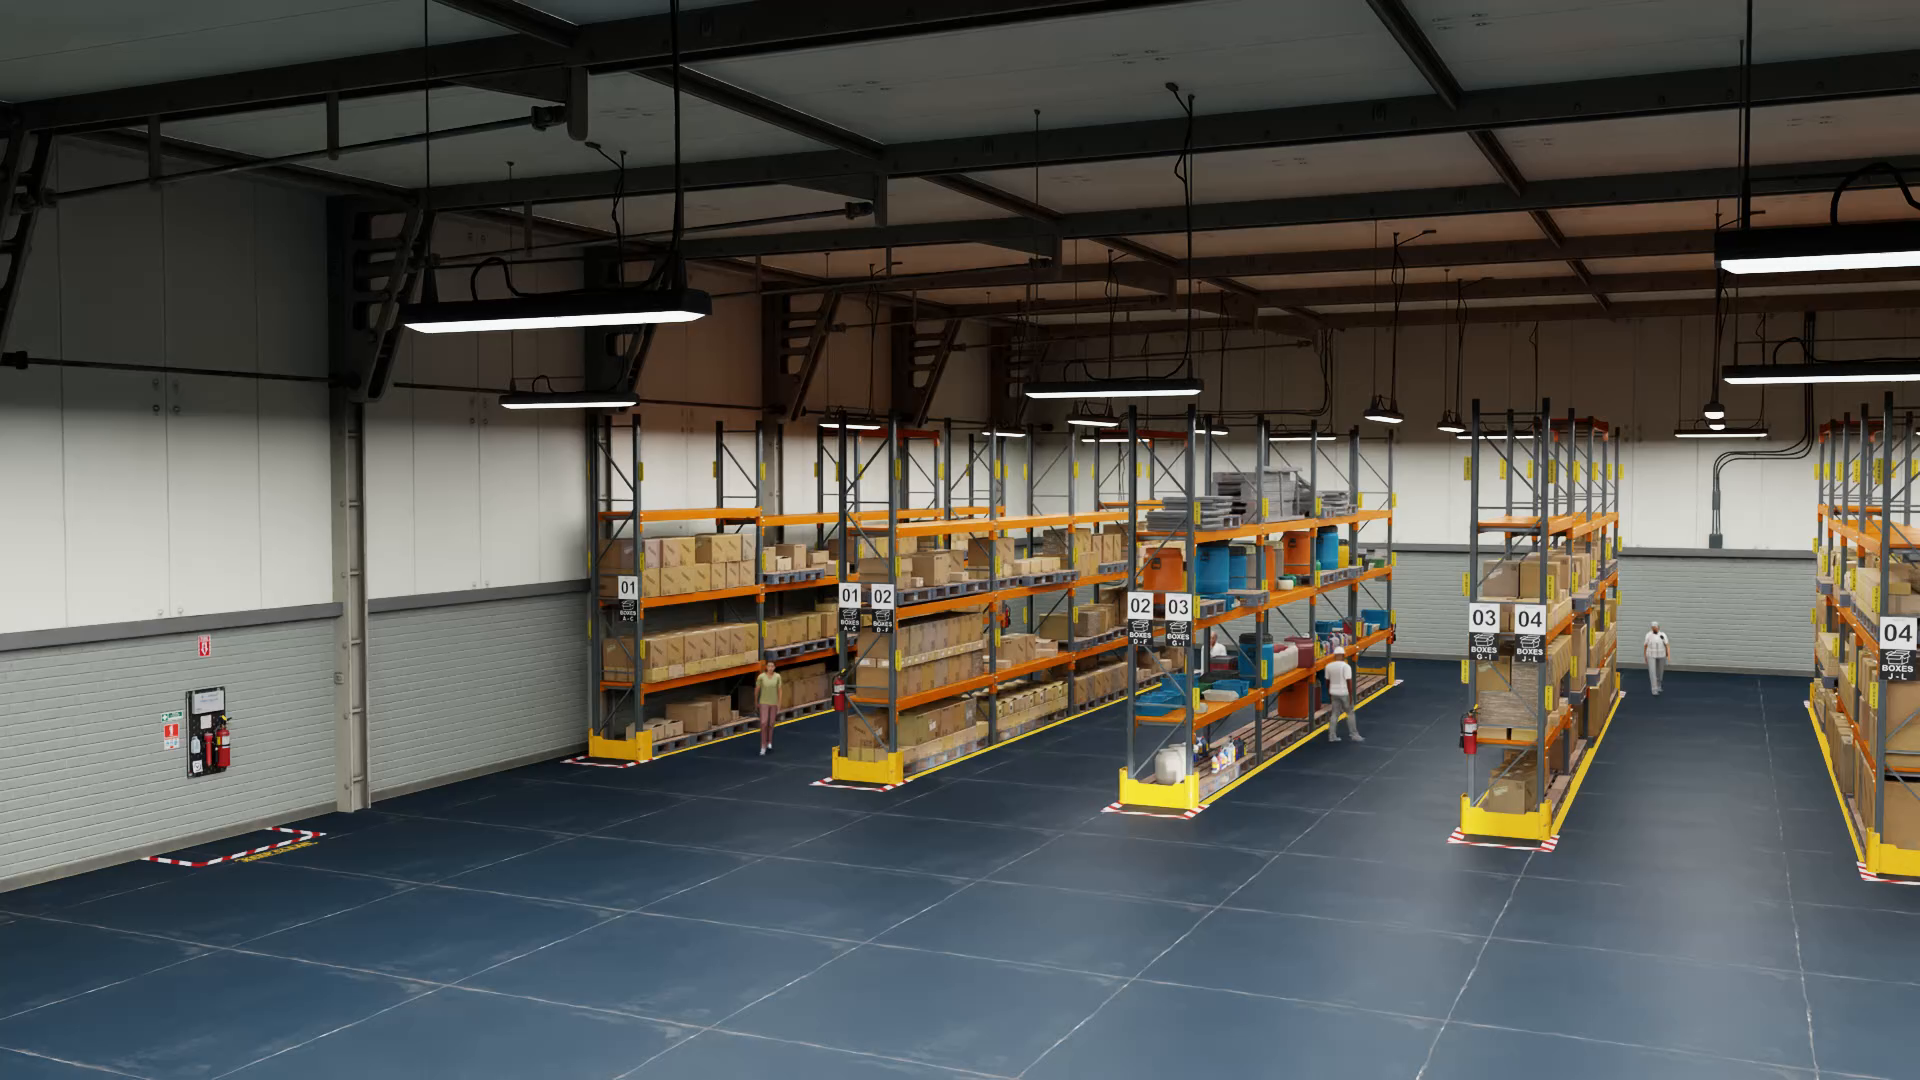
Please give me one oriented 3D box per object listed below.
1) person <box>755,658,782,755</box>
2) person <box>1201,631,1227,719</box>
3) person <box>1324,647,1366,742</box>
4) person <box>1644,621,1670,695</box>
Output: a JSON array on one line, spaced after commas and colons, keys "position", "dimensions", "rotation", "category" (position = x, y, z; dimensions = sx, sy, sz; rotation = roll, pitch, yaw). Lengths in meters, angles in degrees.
[{"position": [-3.420, 2.970, 29.728], "dimensions": [0.480, 1.718, 0.696], "rotation": [-1, 3, -22], "category": "person"}, {"position": [5.097, 2.761, 33.492], "dimensions": [0.631, 1.845, 0.594], "rotation": [2, 3, 37], "category": "person"}, {"position": [7.103, 2.853, 30.867], "dimensions": [0.610, 1.767, 0.699], "rotation": [2, 3, 44], "category": "person"}, {"position": [15.665, 2.638, 37.350], "dimensions": [0.512, 1.619, 0.905], "rotation": [1, 2, 14], "category": "person"}]
